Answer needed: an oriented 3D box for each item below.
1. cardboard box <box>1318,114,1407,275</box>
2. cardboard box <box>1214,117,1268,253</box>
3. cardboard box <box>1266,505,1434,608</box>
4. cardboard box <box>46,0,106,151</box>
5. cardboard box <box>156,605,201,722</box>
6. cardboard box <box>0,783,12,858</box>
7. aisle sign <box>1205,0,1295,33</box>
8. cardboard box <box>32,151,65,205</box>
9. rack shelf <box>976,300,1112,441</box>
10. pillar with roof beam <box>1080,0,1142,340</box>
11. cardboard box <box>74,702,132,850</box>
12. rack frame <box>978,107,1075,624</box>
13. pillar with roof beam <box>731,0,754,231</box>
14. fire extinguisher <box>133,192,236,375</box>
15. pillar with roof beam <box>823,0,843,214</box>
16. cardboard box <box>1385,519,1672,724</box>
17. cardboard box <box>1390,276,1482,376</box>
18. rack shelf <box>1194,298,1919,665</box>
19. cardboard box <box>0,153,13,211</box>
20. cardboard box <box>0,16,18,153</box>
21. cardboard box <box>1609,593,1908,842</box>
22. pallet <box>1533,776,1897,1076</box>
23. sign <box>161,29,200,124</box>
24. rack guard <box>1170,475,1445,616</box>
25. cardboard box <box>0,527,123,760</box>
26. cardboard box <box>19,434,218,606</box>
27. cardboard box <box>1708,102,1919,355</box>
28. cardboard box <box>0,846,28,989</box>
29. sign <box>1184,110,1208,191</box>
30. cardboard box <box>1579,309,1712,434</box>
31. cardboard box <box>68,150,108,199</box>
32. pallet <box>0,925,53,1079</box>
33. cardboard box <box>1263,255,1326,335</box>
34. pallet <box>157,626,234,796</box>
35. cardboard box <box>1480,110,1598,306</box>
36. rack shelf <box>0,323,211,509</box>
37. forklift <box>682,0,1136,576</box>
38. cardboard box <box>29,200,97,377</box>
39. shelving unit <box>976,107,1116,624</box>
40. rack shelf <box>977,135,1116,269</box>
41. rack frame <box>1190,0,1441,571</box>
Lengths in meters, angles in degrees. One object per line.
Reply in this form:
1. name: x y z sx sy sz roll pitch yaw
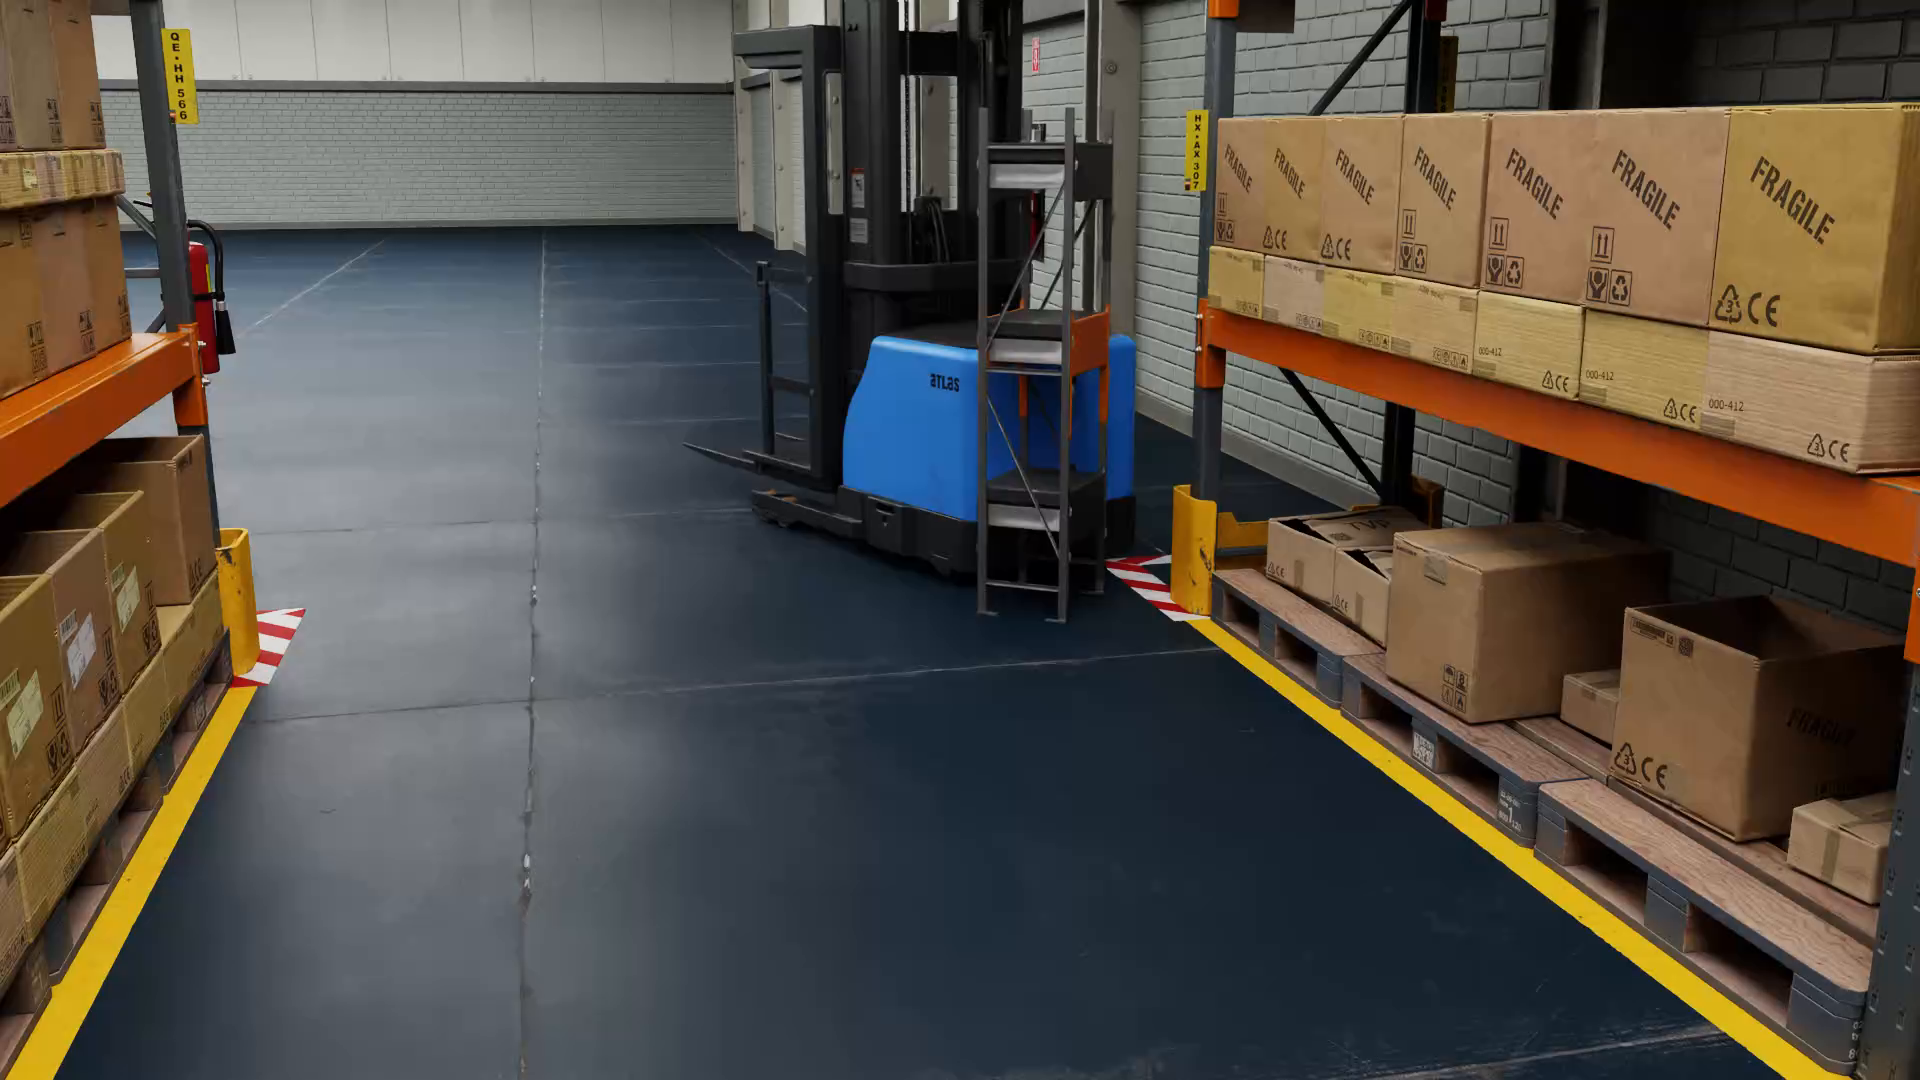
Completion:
1. cardboard box: 1.550 -1.160 5.550 0.500 0.500 0.500 -4 14 -15
2. cardboard box: 1.328 -1.394 6.508 0.500 0.500 0.500 -3 14 -13
3. cardboard box: 1.583 0.037 6.694 0.500 0.311 0.500 -5 15 -20
4. cardboard box: -3.196 -1.501 5.308 0.700 0.500 0.500 -3 14 -13
5. cardboard box: -2.764 0.410 5.335 0.500 0.250 0.500 -3 14 -13
6. cardboard box: -2.296 0.508 3.357 0.500 0.500 0.500 -3 14 -13
7. aisle sign: 1.200 -2.483 6.792 0.394 0.787 0.004 -3 14 -13
8. cardboard box: -2.851 -1.052 4.835 0.380 0.149 0.250 -3 14 -12
9. rack shelf: 0.359 -0.726 7.034 0.431 0.518 0.480 6 15 23
10. pillar with roof beam: -3.080 -5.165 10.609 9.100 9.000 0.400 -3 14 -13
11. cardboard box: -2.529 0.641 4.391 0.500 0.250 0.500 -3 14 -13
12. rack frame: 0.263 -0.686 6.813 0.400 2.100 0.015 6 15 23
13. pillar with roof beam: -8.717 -10.702 33.271 9.100 9.000 0.400 -3 14 -13
14. fire extinguisher: -2.882 -0.959 6.194 0.296 0.674 0.183 -3 14 -13
15. pillar with roof beam: -5.899 -7.934 21.940 9.100 9.000 0.400 -3 14 -13
16. cardboard box: 1.841 0.249 5.429 0.700 0.500 0.500 -4 14 -17
17. cardboard box: 1.680 -0.673 5.136 0.500 0.250 0.500 -3 14 -13
18. rack shelf: 1.978 -0.409 5.298 1.077 0.370 4.000 -3 14 -13
19. cardboard box: -2.726 -0.931 4.339 0.380 0.149 0.250 -3 14 -12
20. cardboard box: -2.949 -1.264 4.337 0.700 0.500 0.500 -3 14 -13
21. cardboard box: 2.165 0.466 4.539 0.500 0.500 0.500 -4 14 -17
22. pallet: 2.255 0.904 4.281 1.003 0.211 1.213 -3 14 -13
23. sign: -2.775 -1.648 5.912 0.100 0.325 0.005 -3 14 -13
24. rack guard: 1.526 0.012 7.326 1.175 0.500 0.348 -3 14 -13
25. cardboard box: -2.526 0.277 4.303 0.500 0.500 0.500 -3 14 -13
26. cardboard box: -2.891 -0.069 5.716 0.500 0.500 0.500 -3 14 -13
27. cardboard box: 2.036 -0.690 3.626 0.500 0.500 0.500 -3 14 -13
28. cardboard box: -2.293 0.872 3.447 0.500 0.250 0.500 -3 14 -13
29. sign: 0.981 -1.610 6.874 0.100 0.325 0.005 -3 14 -13
30. cardboard box: 1.933 -0.442 4.190 0.500 0.250 0.500 -3 14 -13
31. cardboard box: -2.968 -1.169 5.314 0.380 0.149 0.250 -3 14 -12
32. pallet: -2.513 1.148 3.282 1.003 0.211 1.213 -3 14 -13
33. cardboard box: 1.450 -0.908 6.096 0.500 0.250 0.500 -4 14 -15
34. pallet: -3.086 0.585 5.586 1.003 0.211 1.213 -3 14 -13
35. cardboard box: 1.805 -0.922 4.574 0.500 0.500 0.500 -4 14 -15
36. rack shelf: -2.836 -0.132 4.164 1.077 0.370 4.000 -3 14 -13
37. forklift: -0.453 -1.550 8.595 1.130 2.935 3.031 -10 17 -37
38. cardboard box: -3.081 -0.762 5.017 0.700 0.500 0.500 -3 14 -12
39. shelving unit: 0.359 -0.740 7.030 0.431 2.100 0.503 6 15 23
40. rack shelf: 0.359 -1.406 6.867 0.431 0.518 0.480 6 15 23
41. rack frame: 1.508 -1.220 7.101 1.000 3.000 0.127 -3 14 -13
